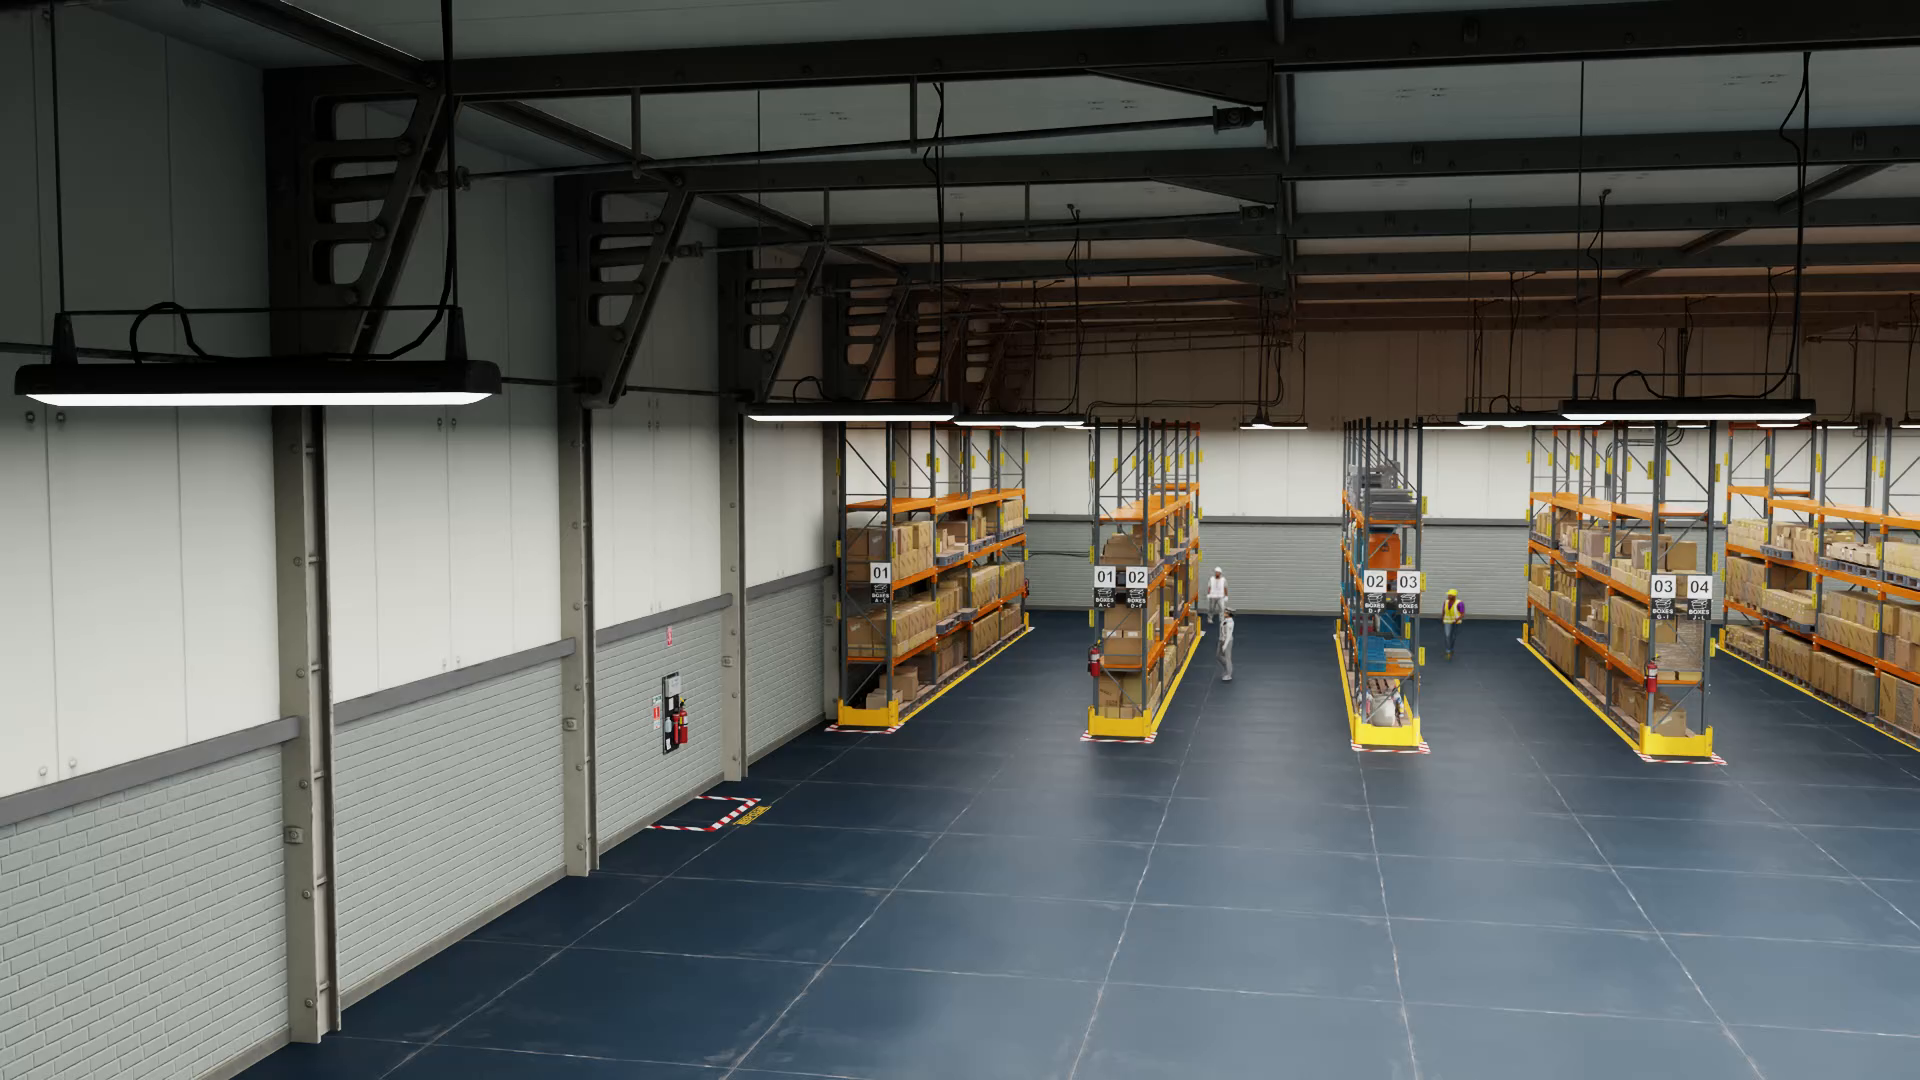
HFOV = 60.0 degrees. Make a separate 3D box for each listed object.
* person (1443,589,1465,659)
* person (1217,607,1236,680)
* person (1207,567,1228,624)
[{"bbox_3d":[12.577,2.123,42.375,0.491,1.746,0.994,1,4,10],"label":"person"},{"bbox_3d":[6.174,2.387,38.538,0.408,1.695,0.571,-1,4,-15],"label":"person"},{"bbox_3d":[7.576,1.682,48.966,0.670,1.748,1.033,-1,4,-9],"label":"person"}]
